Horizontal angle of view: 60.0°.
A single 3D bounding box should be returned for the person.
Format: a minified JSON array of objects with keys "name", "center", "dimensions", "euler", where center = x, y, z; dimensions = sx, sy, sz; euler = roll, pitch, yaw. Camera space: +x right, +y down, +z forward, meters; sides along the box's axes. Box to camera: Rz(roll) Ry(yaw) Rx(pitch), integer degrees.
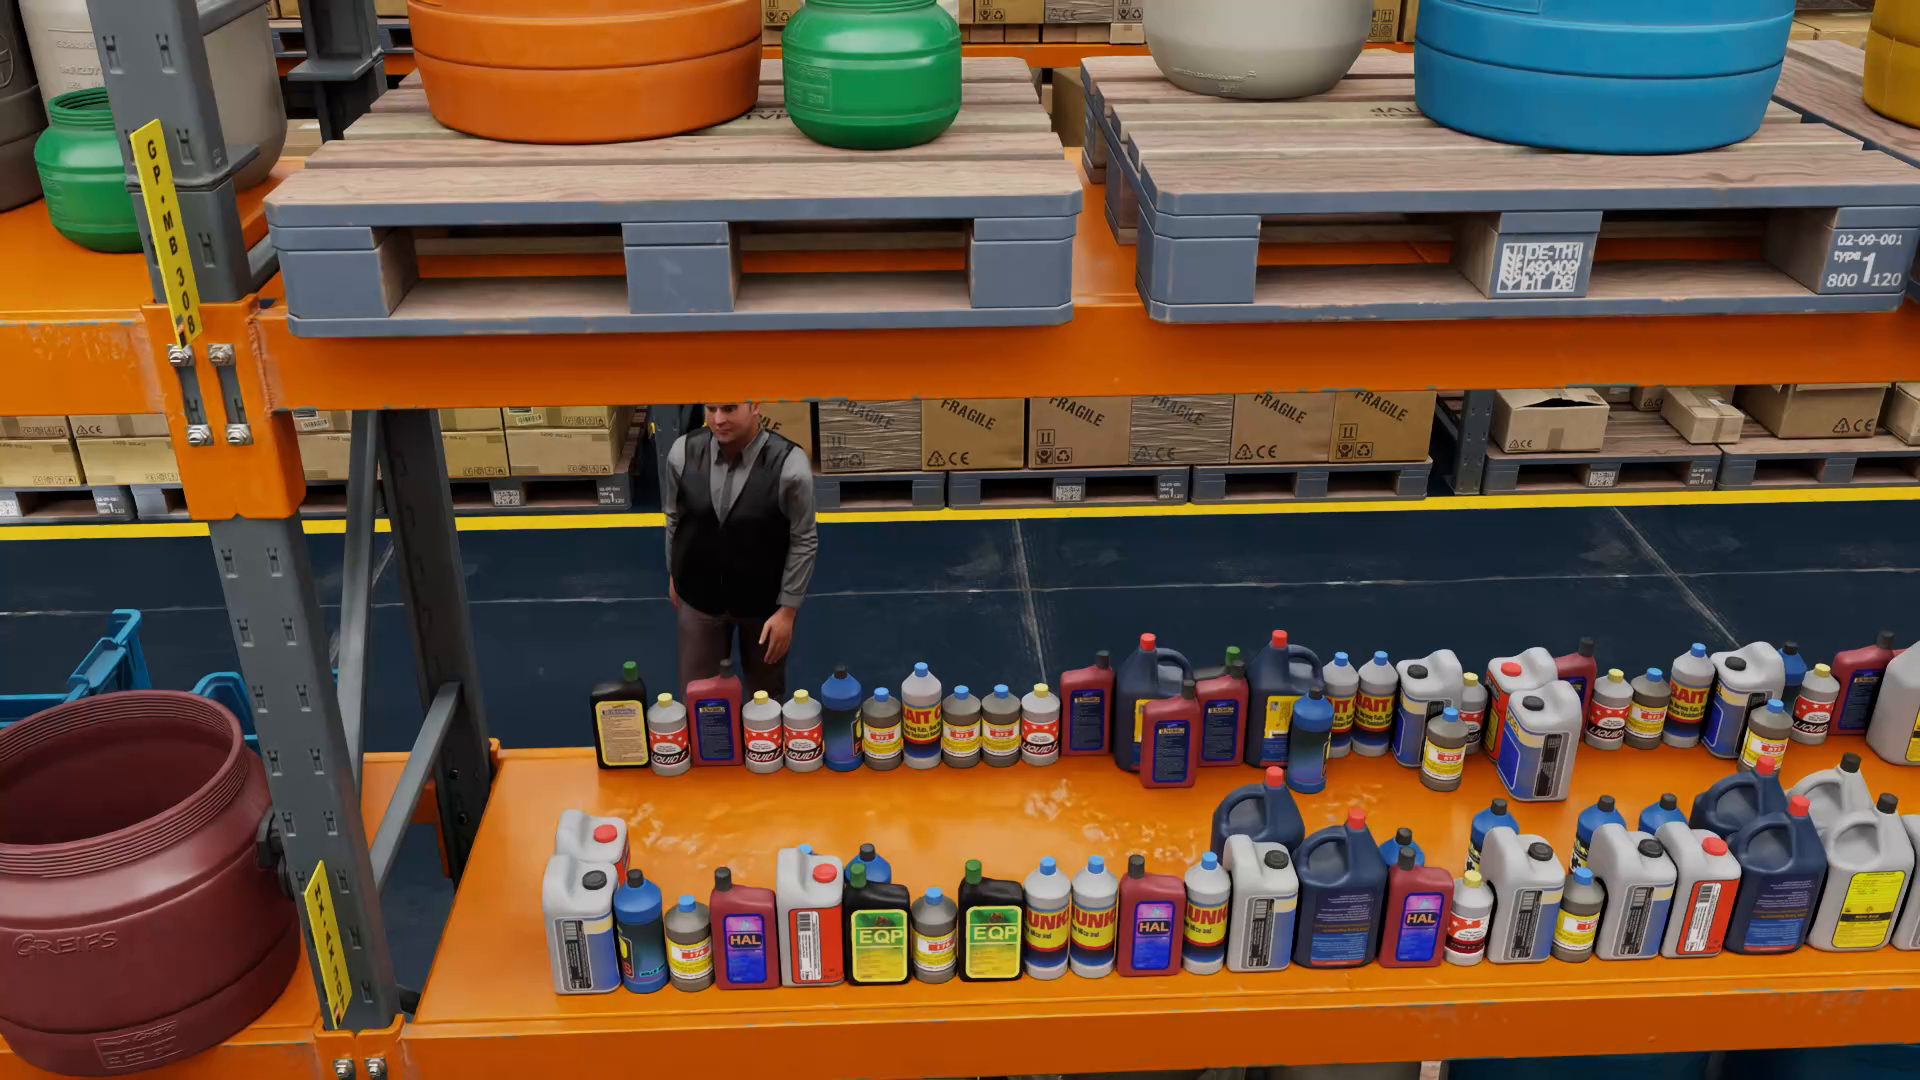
[{"name":"person","center":[-0.759,0.246,5.635],"dimensions":[0.565,1.700,0.799],"euler":[2,27,4]}]
